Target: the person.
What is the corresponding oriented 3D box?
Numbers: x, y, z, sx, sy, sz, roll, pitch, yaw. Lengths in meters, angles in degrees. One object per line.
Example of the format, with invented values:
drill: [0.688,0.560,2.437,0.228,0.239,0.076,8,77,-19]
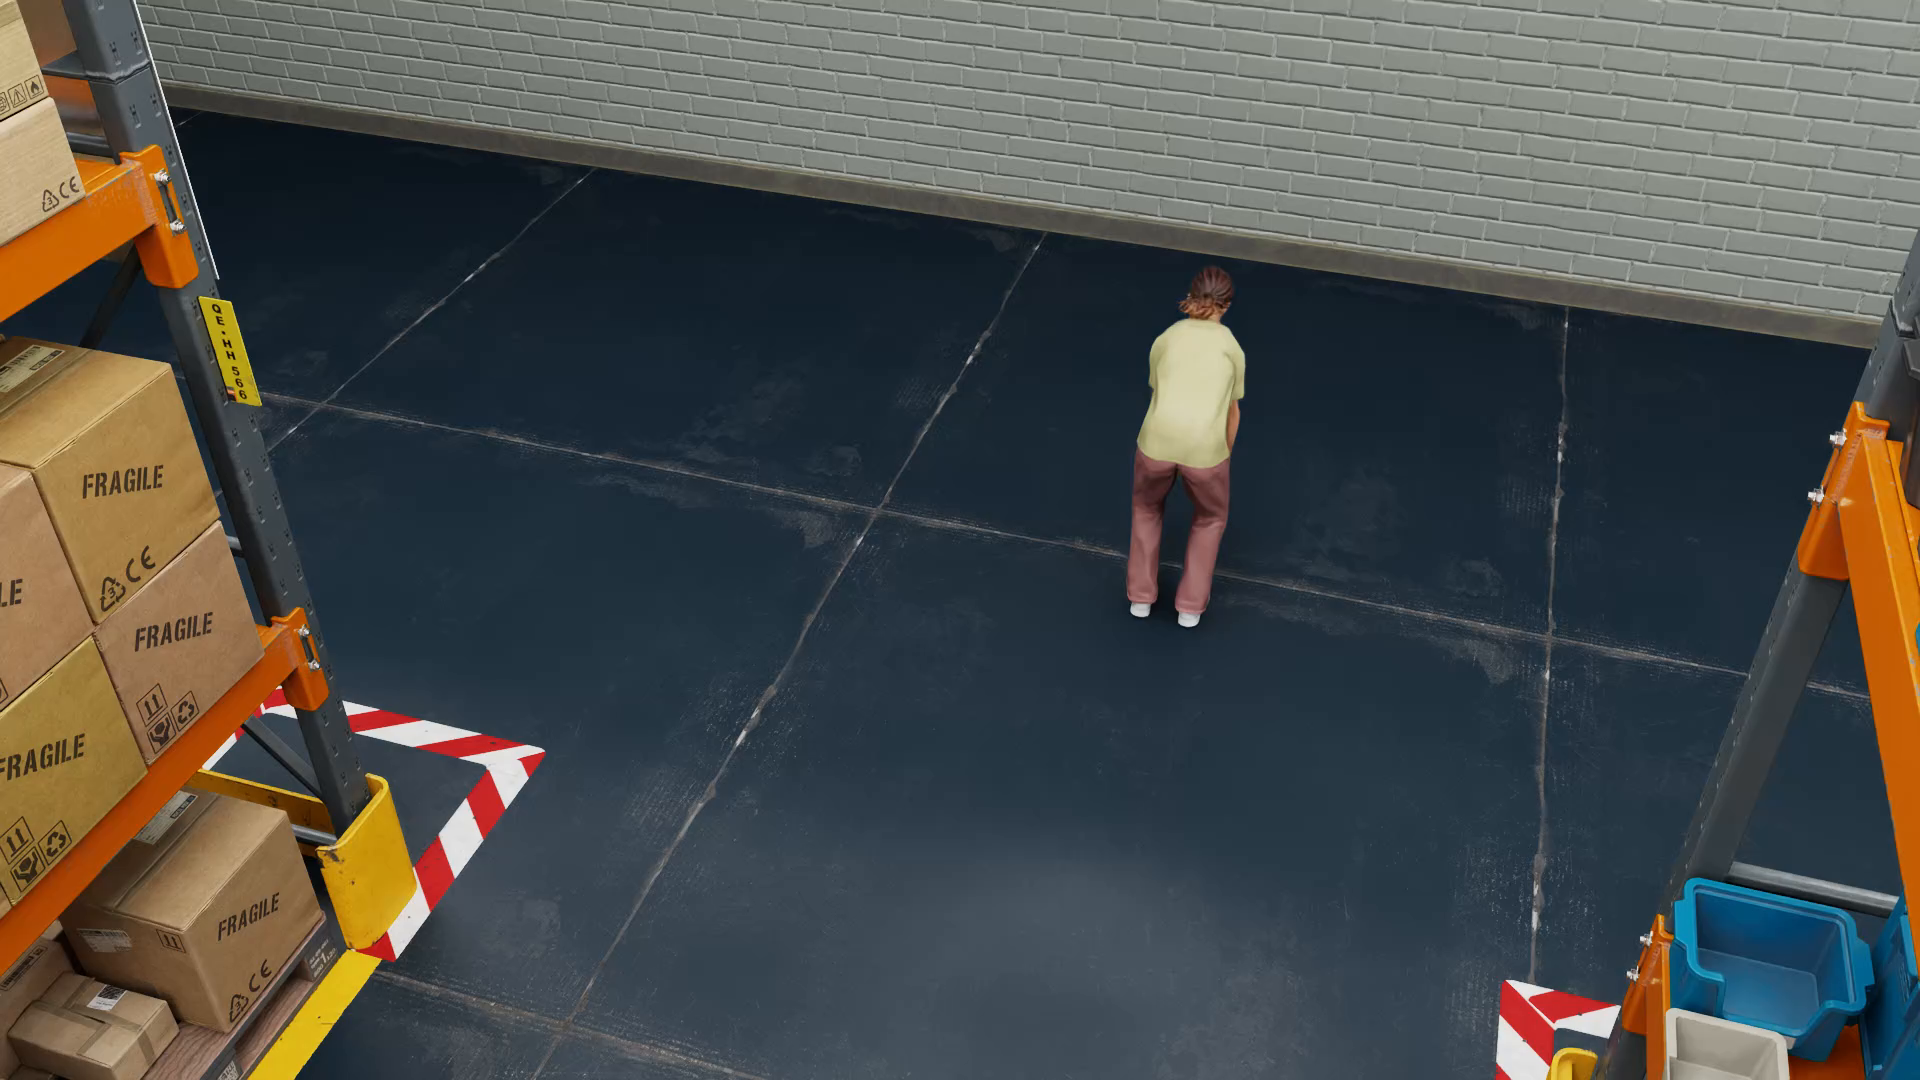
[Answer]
person: [0.951,-0.382,6.904,0.406,1.380,0.777,10,38,13]
